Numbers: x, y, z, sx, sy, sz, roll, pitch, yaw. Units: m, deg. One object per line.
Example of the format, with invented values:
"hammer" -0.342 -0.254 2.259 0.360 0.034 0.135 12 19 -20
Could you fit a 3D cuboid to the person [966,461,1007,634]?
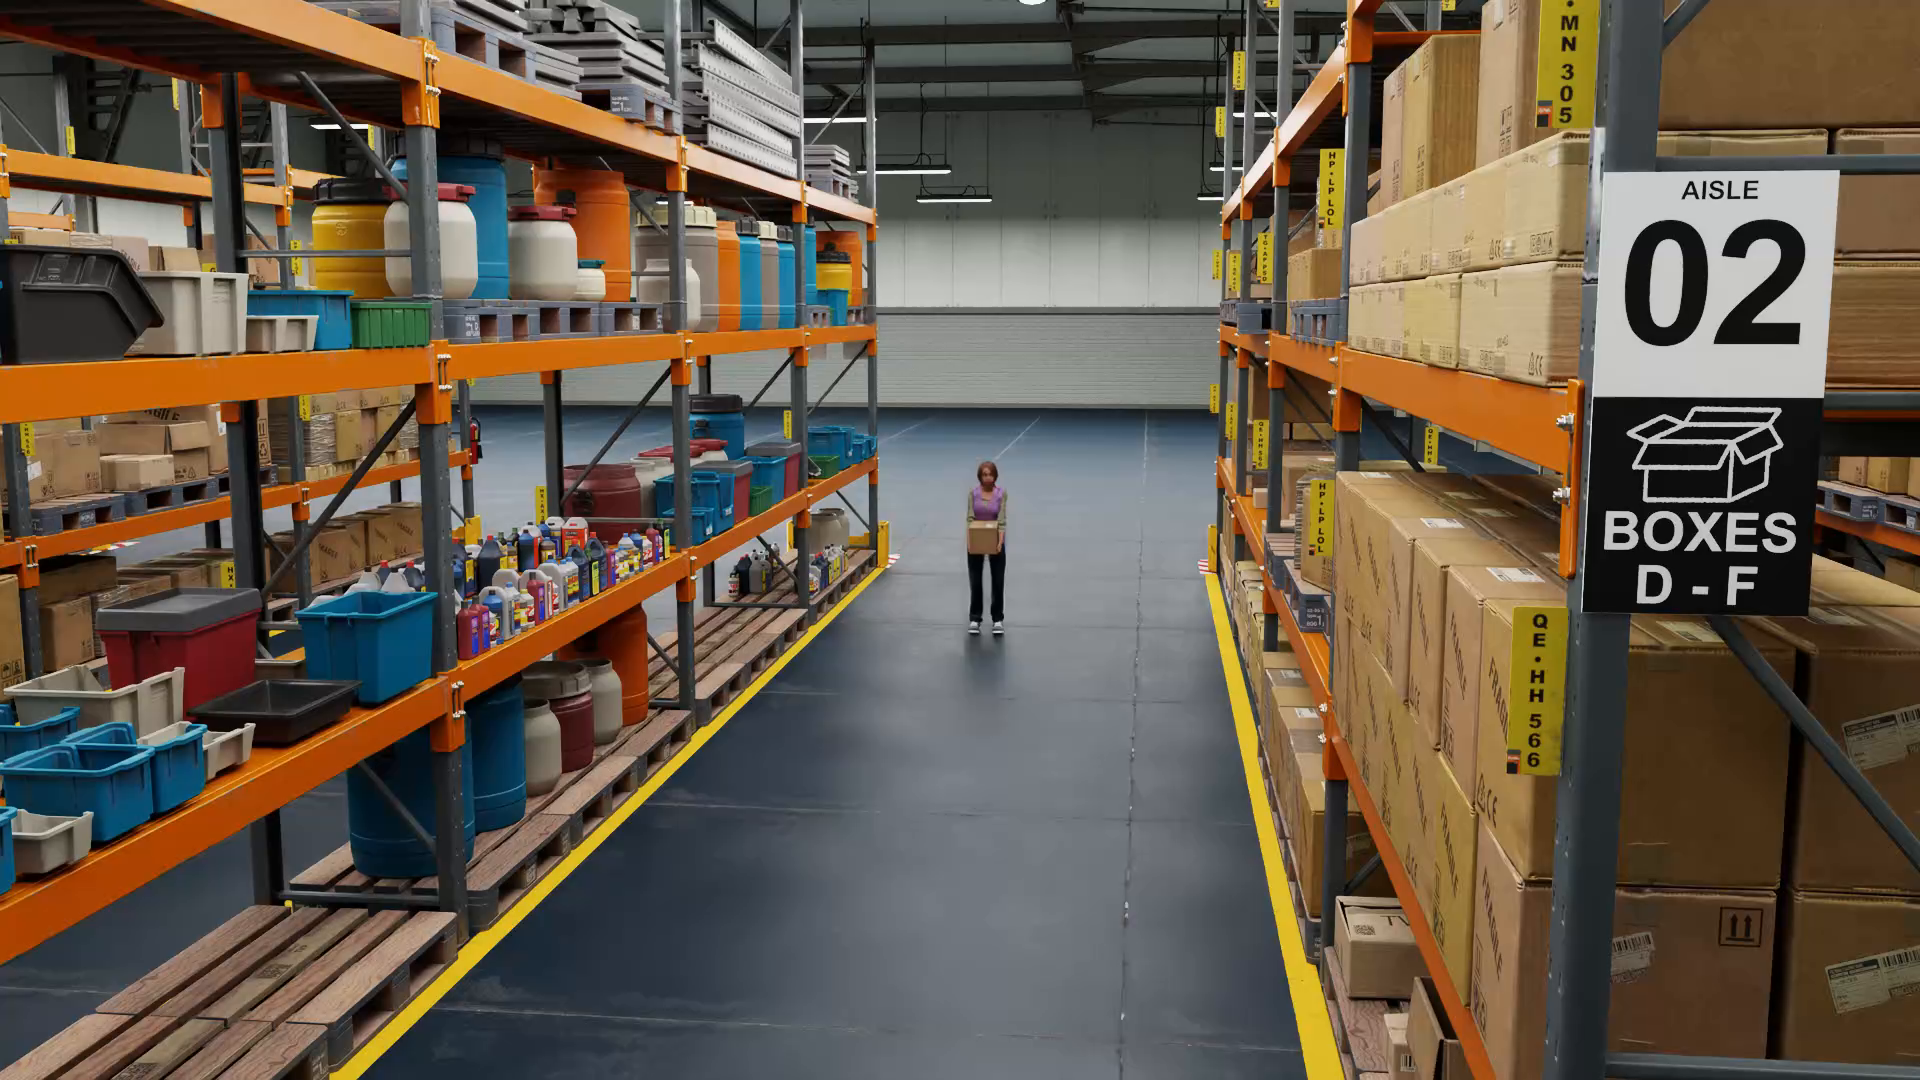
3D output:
"person" 0.244 0.076 15.308 0.375 1.598 0.508 1 8 5
